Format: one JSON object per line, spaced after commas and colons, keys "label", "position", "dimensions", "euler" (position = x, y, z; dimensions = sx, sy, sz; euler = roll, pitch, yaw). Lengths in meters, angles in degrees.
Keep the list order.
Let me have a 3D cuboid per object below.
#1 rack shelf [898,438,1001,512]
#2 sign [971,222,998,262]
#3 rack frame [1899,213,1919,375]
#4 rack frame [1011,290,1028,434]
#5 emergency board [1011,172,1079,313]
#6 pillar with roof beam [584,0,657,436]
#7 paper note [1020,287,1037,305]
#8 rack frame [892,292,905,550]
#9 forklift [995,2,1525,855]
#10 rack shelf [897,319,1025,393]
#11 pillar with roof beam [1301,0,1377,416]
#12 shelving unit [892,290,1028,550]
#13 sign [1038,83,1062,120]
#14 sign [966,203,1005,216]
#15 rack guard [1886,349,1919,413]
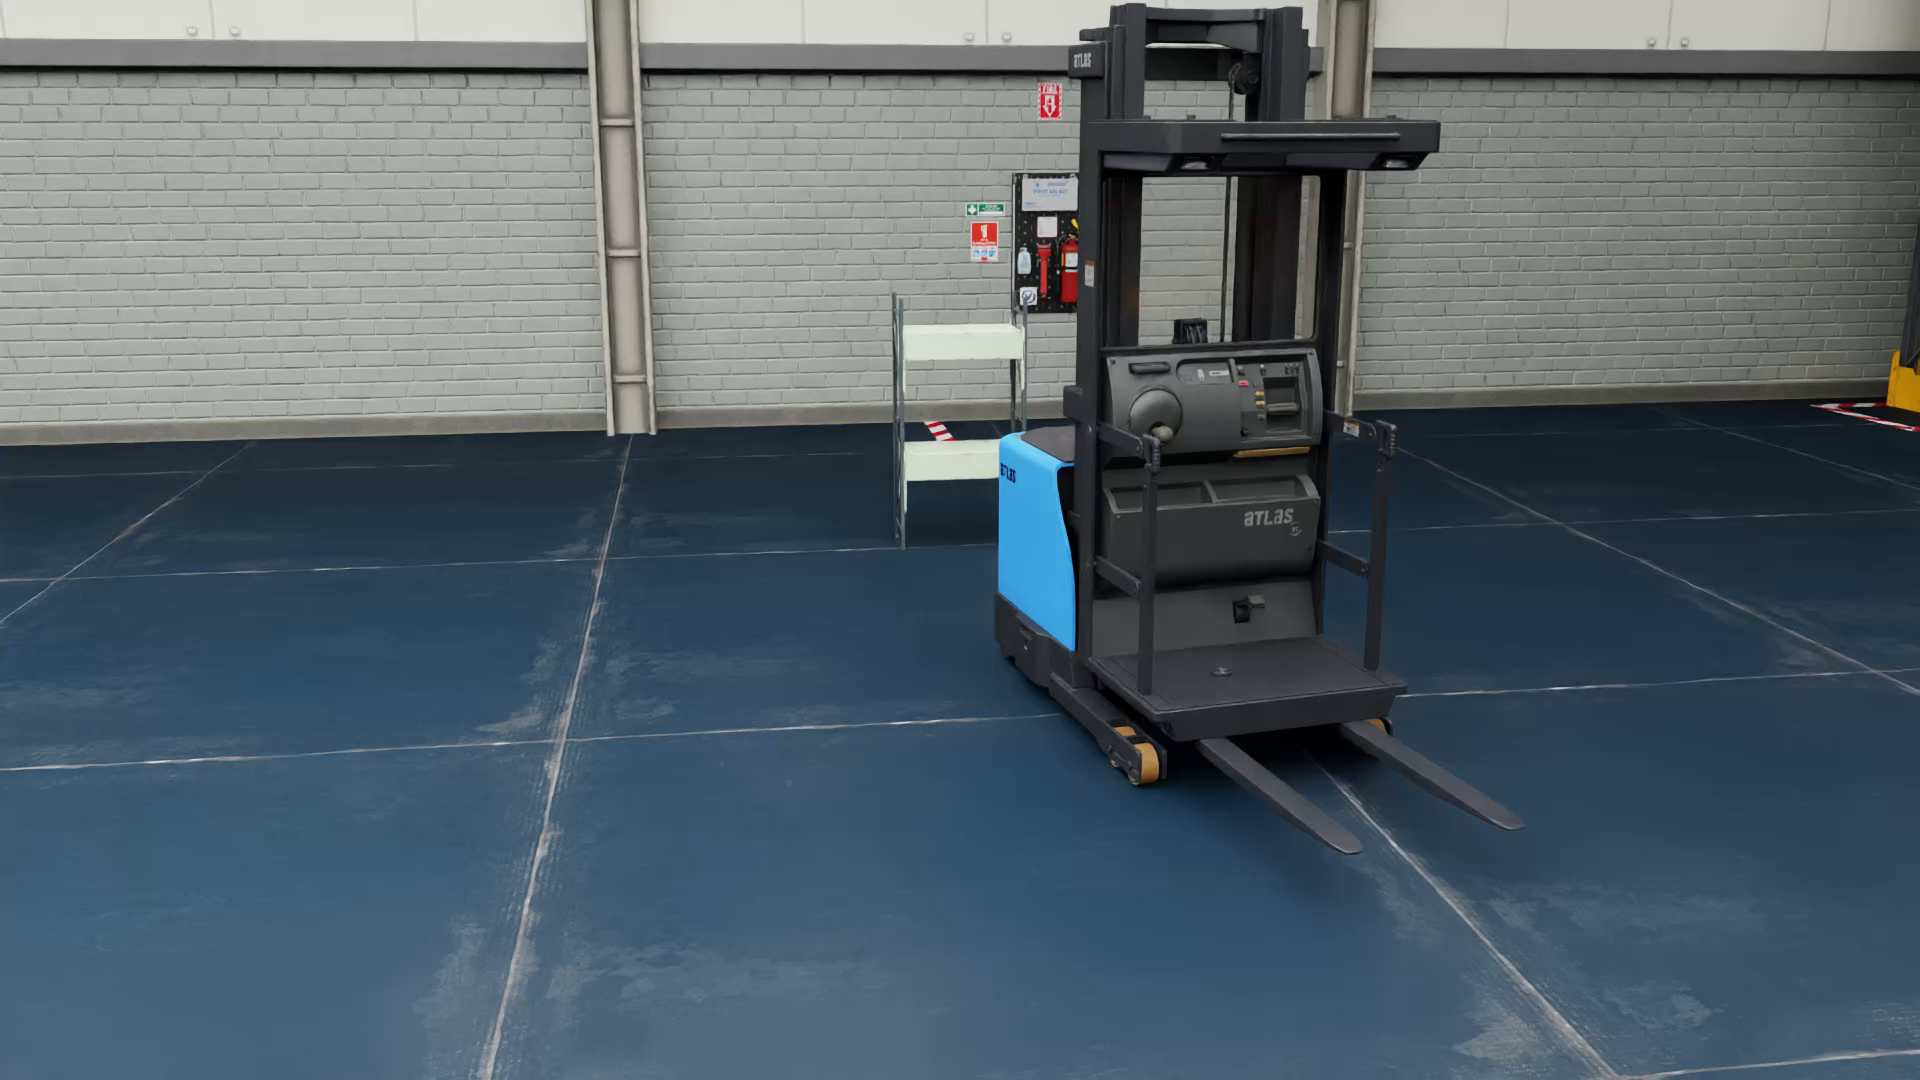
{"label": "rack shelf", "position": [-0.007, -0.411, 10.118], "dimensions": [0.720, 0.370, 0.431], "euler": [-2, 14, -8]}
{"label": "sign", "position": [0.205, -2.511, 13.993], "dimensions": [0.234, 0.329, 0.001], "euler": [-2, 14, -8]}
{"label": "rack frame", "position": [8.586, -2.553, 14.235], "dimensions": [0.127, 3.000, 1.000], "euler": [-2, 14, -8]}
{"label": "rack frame", "position": [0.355, -0.740, 10.091], "dimensions": [0.023, 1.500, 0.400], "euler": [-2, 14, -8]}
{"label": "emergency board", "position": [0.767, -2.488, 13.978], "dimensions": [0.643, 1.169, 0.194], "euler": [-2, 14, -8]}
{"label": "pillar with roof beam", "position": [-2.075, -4.226, 8.573], "dimensions": [0.400, 9.000, 9.100], "euler": [-2, 14, -8]}
{"label": "paper note", "position": [0.582, -2.071, 14.126], "dimensions": [0.142, 0.148, 0.016], "euler": [-2, 14, -8]}
{"label": "rack frame", "position": [-0.369, -0.714, 9.986], "dimensions": [0.023, 1.500, 0.400], "euler": [-2, 14, -8]}
{"label": "forklift", "position": [1.098, -0.580, 6.509], "dimensions": [1.130, 2.935, 3.031], "euler": [-4, 15, -17]}
{"label": "rack shelf", "position": [-0.007, -1.106, 9.943], "dimensions": [0.720, 0.370, 0.431], "euler": [-2, 14, -8]}
{"label": "pillar with roof beam", "position": [3.858, -4.443, 9.440], "dimensions": [0.400, 9.000, 9.100], "euler": [-2, 14, -8]}
{"label": "shelving unit", "position": [-0.007, -0.727, 10.038], "dimensions": [0.755, 1.500, 0.431], "euler": [-2, 14, -8]}
{"label": "sign", "position": [0.745, -3.637, 13.790], "dimensions": [0.199, 0.298, 0.001], "euler": [-2, 14, -8]}
{"label": "sign", "position": [0.211, -2.766, 13.920], "dimensions": [0.331, 0.109, 0.001], "euler": [-2, 14, -8]}
{"label": "rack guard", "position": [8.662, -1.343, 14.550], "dimensions": [0.348, 0.500, 1.175], "euler": [-2, 14, -8]}
